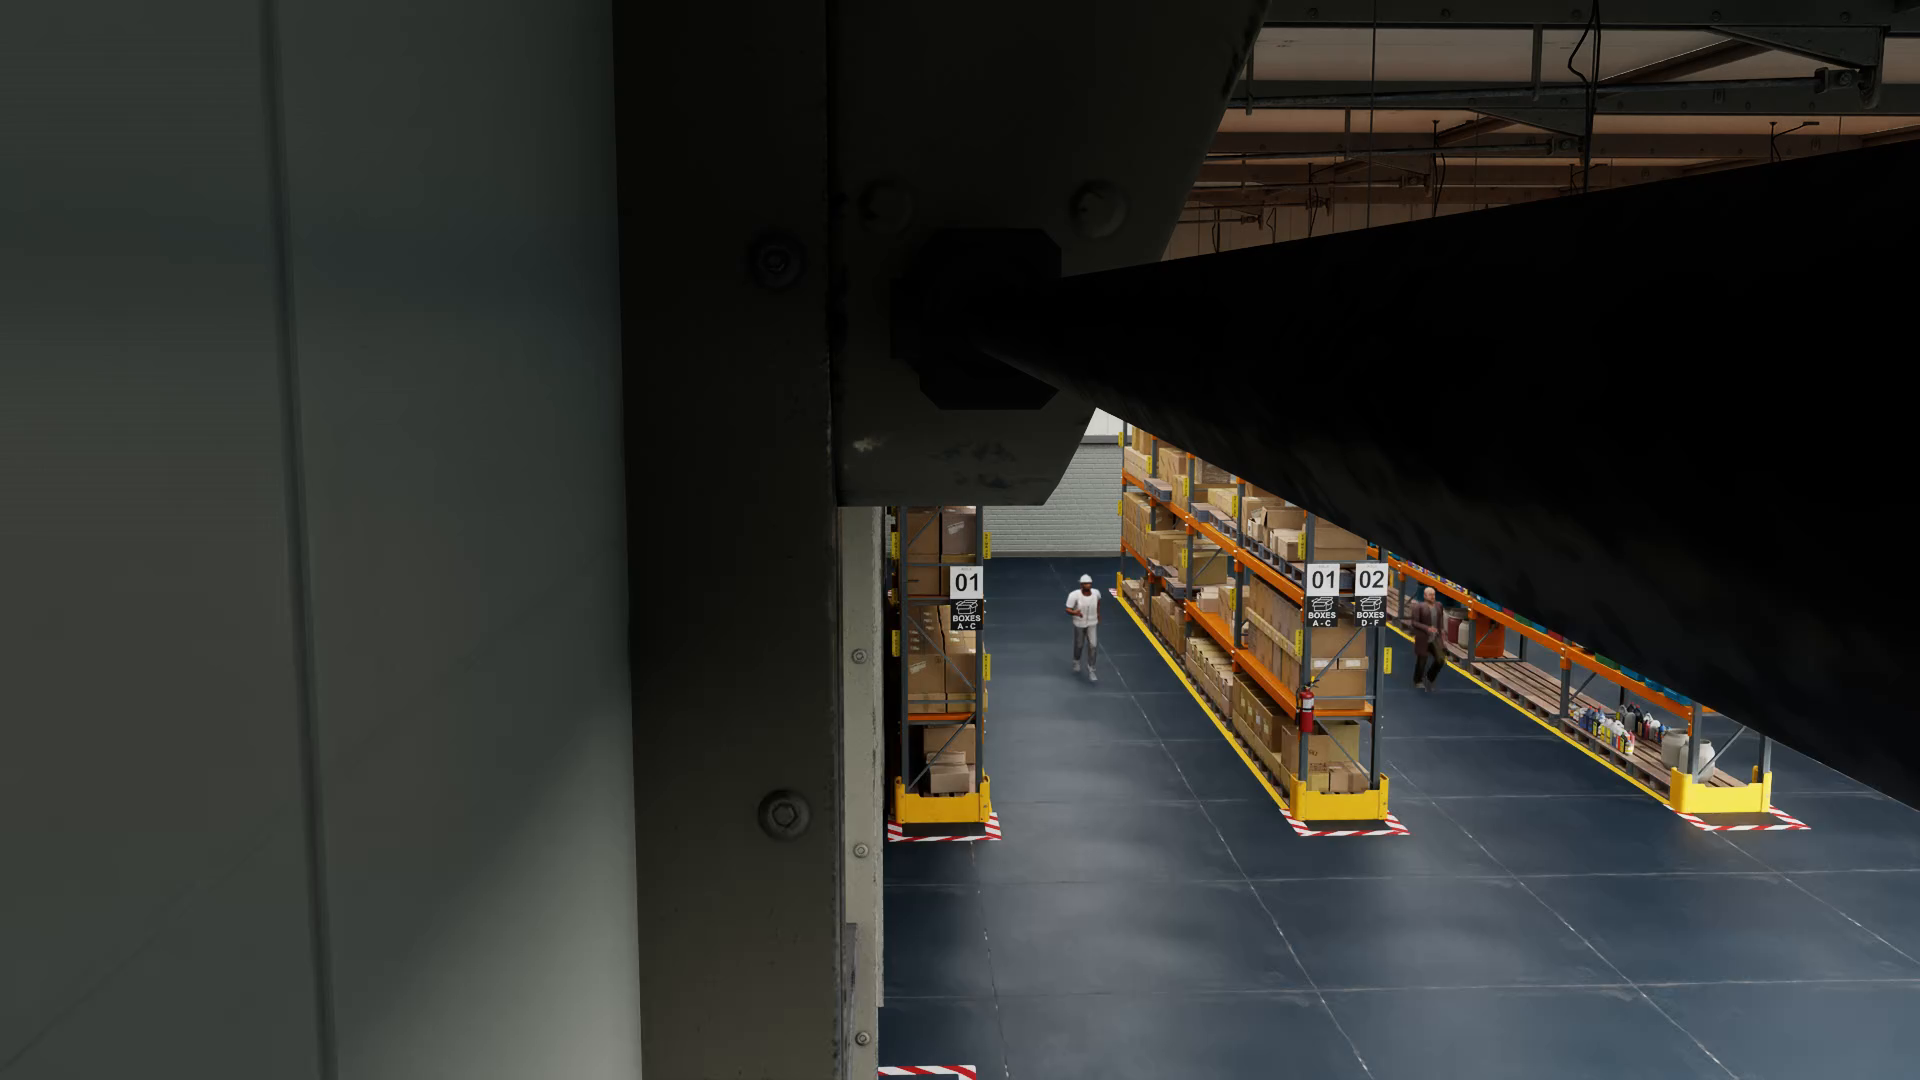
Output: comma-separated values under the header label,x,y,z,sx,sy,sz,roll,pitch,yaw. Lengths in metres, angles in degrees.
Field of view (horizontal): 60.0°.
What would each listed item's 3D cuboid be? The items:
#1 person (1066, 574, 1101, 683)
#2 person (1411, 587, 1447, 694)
label,x,y,z,sx,sy,sz,roll,pitch,yaw
person,2.116,1.463,28.414,0.640,1.795,0.874,-1,8,-5
person,7.677,1.644,27.213,0.672,1.771,0.837,-1,8,-9
